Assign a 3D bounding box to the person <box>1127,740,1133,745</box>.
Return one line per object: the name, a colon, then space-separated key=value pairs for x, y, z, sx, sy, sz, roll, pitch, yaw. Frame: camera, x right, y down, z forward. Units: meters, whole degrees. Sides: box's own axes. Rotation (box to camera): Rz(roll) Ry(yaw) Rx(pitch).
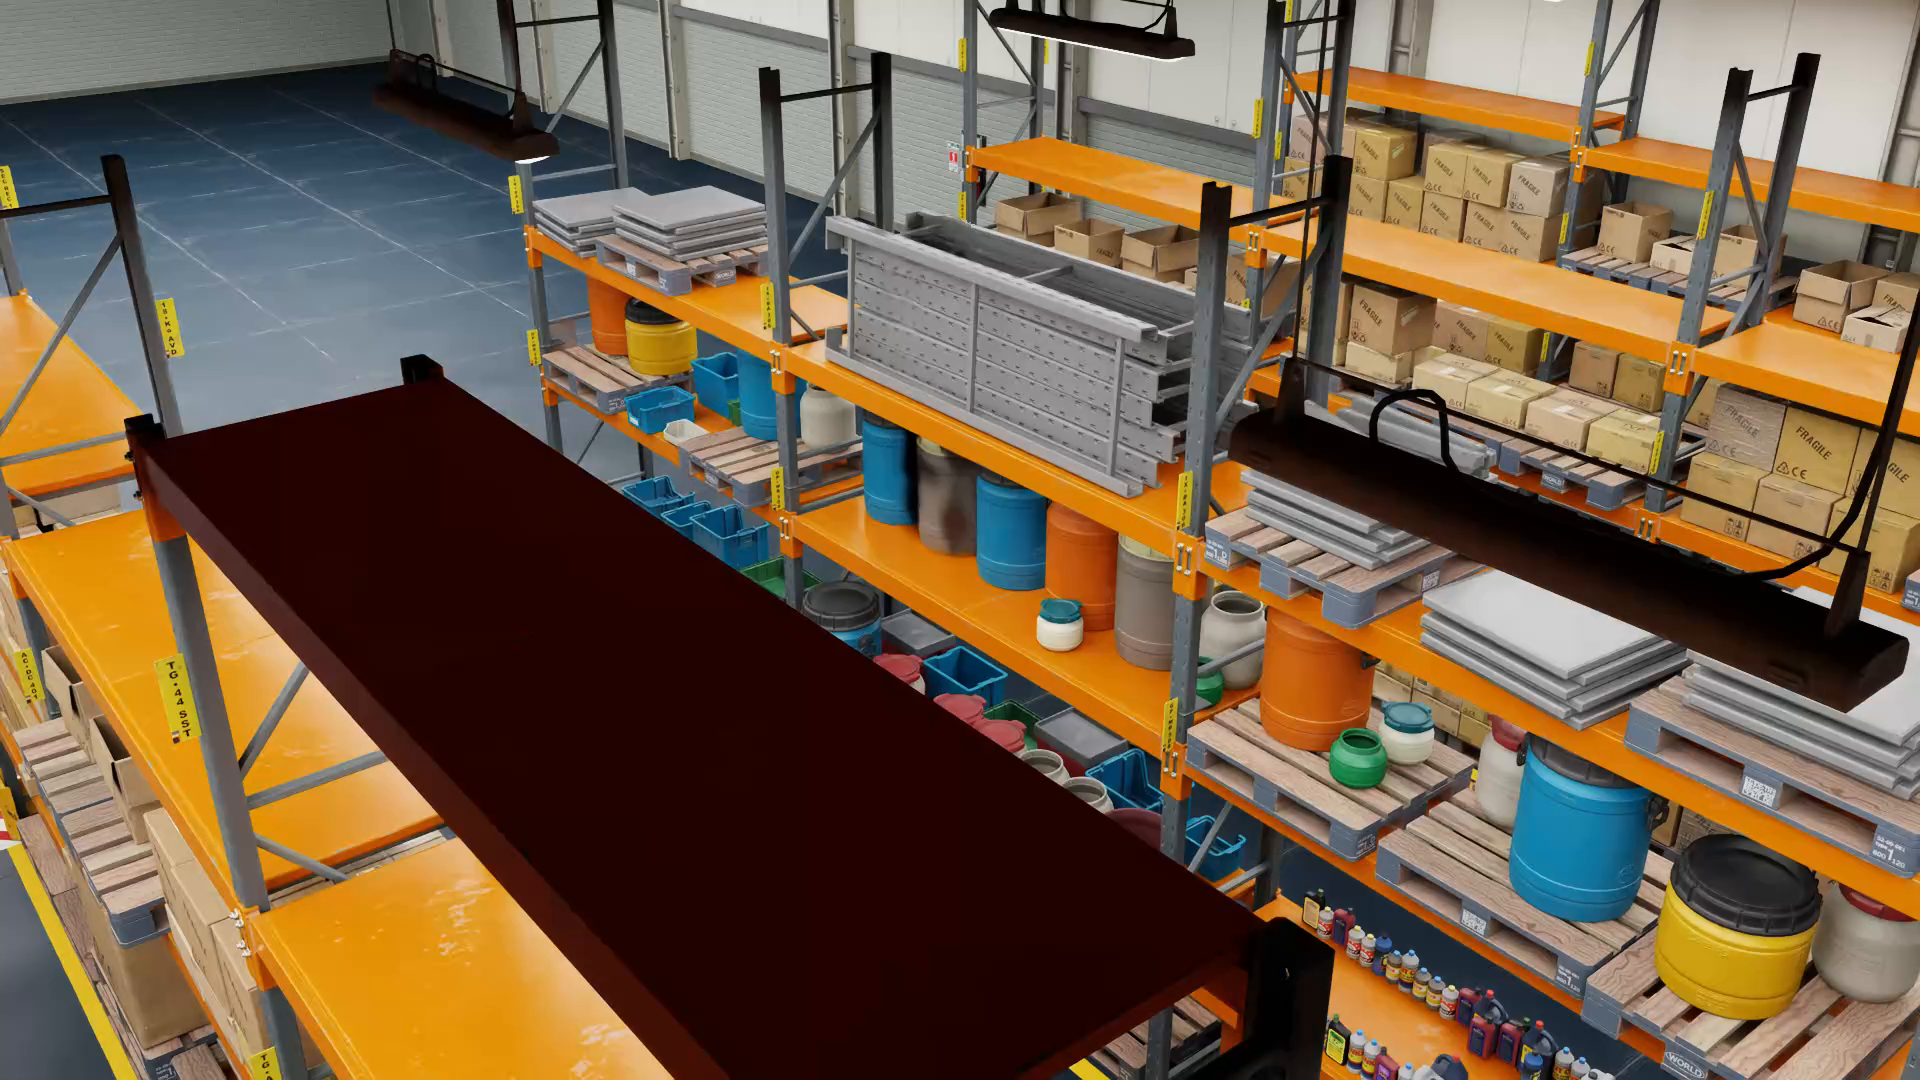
person: x=1.381 y=1.027 z=14.289 sx=0.668 sy=1.695 sz=0.598 roll=23 pitch=34 yaw=39
